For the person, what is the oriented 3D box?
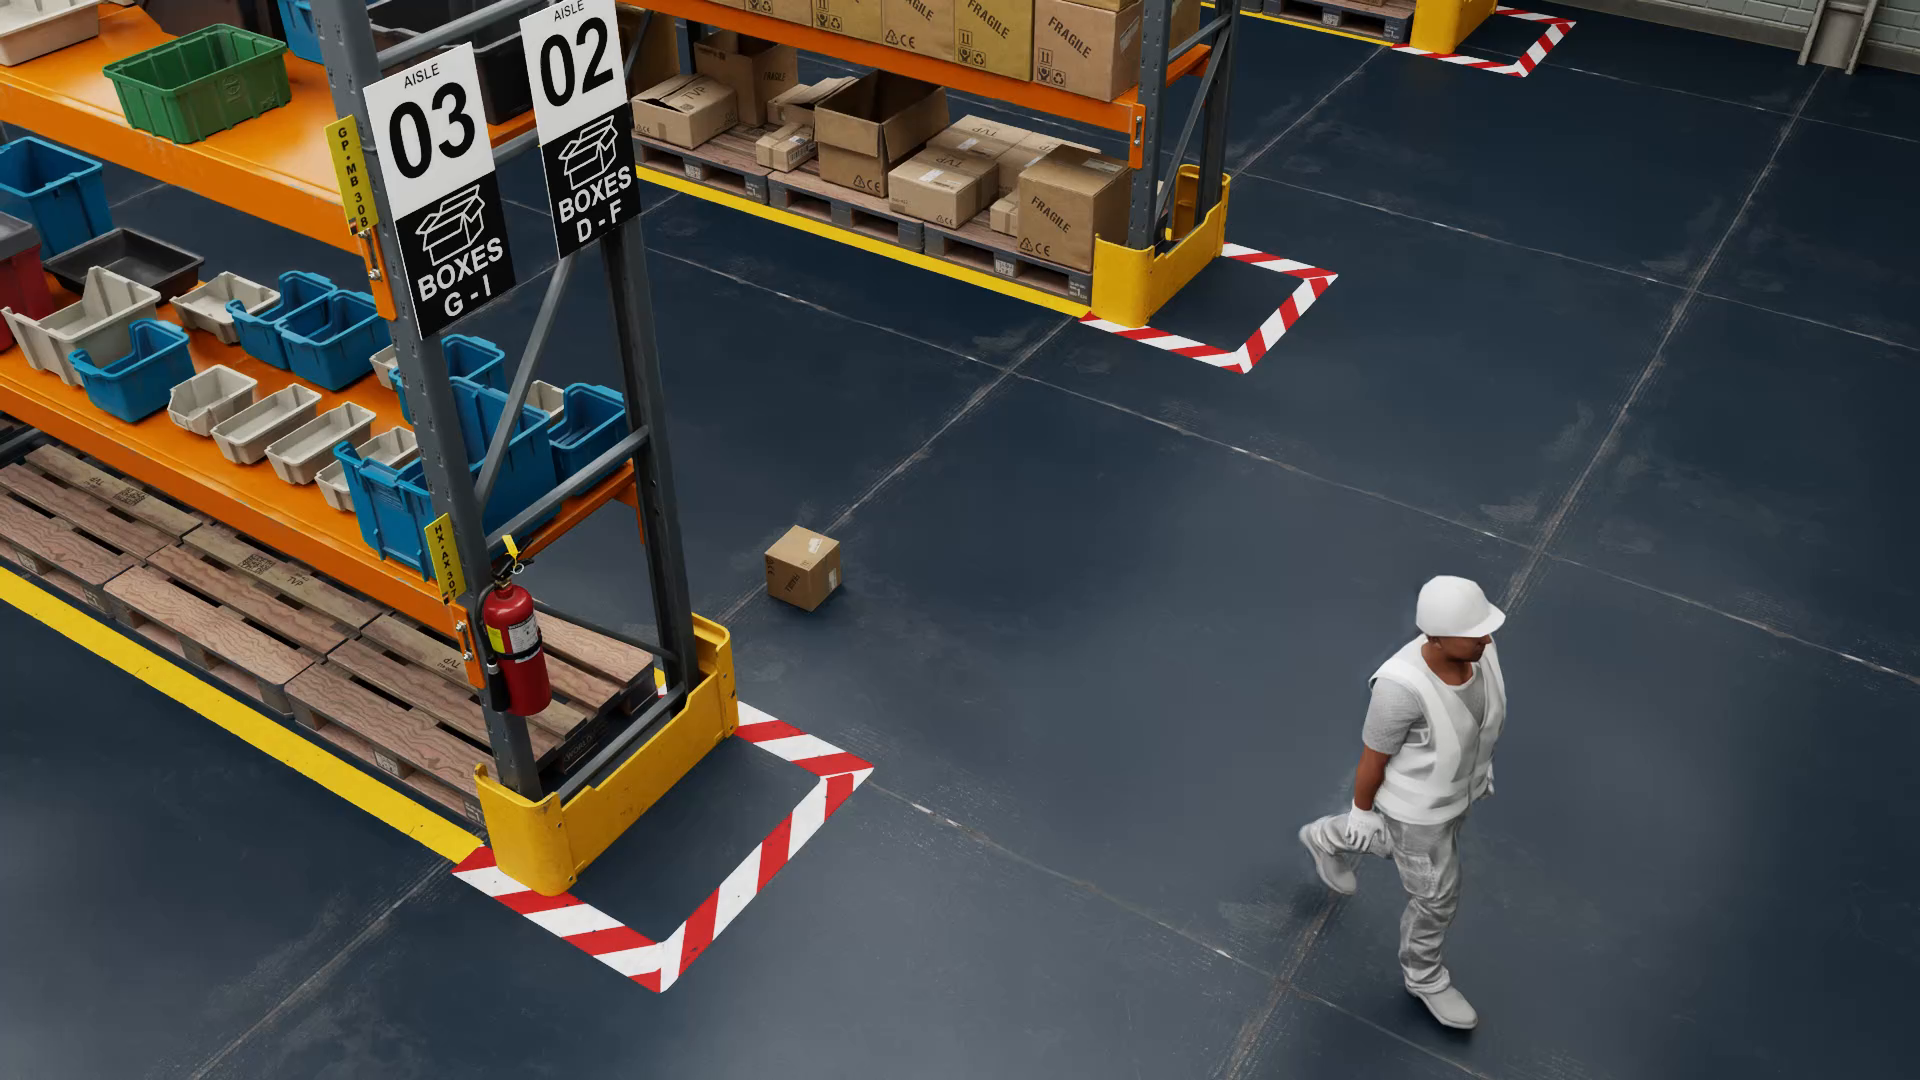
[{"bbox_3d":[1.559,0.812,5.618,0.569,1.758,0.902,-30,47,-33],"label":"person"}]
